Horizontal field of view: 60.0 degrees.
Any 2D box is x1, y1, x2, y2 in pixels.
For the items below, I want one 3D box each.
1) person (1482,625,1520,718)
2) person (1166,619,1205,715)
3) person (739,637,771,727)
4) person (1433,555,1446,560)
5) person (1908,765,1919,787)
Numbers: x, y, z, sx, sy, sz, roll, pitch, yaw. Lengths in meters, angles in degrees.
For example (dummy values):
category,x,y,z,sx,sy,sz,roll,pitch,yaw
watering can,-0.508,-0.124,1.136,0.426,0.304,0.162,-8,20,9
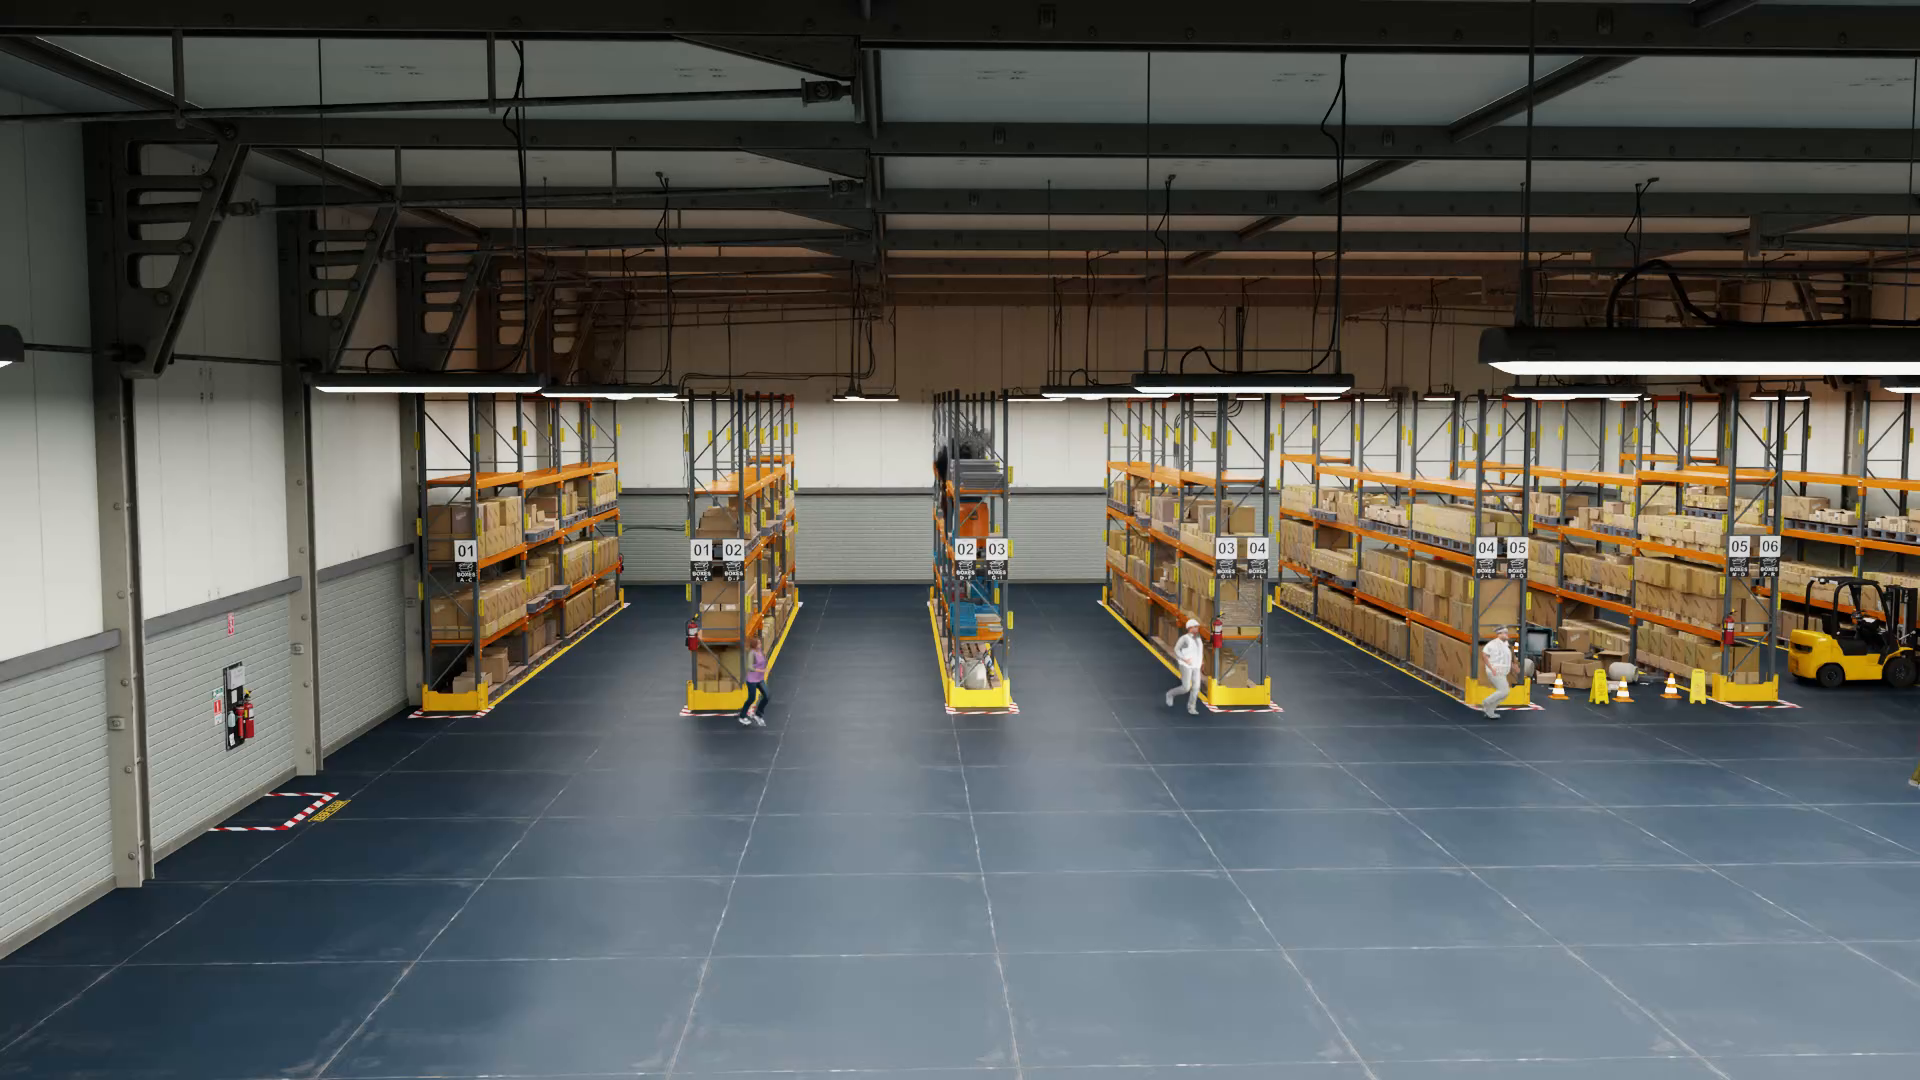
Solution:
category,x,y,z,sx,sy,sz,roll,pitch,yaw
person,9.852,2.396,30.284,0.646,1.720,0.590,-4,6,-44
person,4.307,2.341,30.951,0.712,1.721,0.822,-3,6,-36
person,-3.616,2.523,29.509,0.685,1.624,0.549,2,5,28
person,14.200,0.839,49.356,0.921,1.683,0.728,2,5,18
person,14.386,2.847,24.345,0.811,1.837,0.695,4,6,38
